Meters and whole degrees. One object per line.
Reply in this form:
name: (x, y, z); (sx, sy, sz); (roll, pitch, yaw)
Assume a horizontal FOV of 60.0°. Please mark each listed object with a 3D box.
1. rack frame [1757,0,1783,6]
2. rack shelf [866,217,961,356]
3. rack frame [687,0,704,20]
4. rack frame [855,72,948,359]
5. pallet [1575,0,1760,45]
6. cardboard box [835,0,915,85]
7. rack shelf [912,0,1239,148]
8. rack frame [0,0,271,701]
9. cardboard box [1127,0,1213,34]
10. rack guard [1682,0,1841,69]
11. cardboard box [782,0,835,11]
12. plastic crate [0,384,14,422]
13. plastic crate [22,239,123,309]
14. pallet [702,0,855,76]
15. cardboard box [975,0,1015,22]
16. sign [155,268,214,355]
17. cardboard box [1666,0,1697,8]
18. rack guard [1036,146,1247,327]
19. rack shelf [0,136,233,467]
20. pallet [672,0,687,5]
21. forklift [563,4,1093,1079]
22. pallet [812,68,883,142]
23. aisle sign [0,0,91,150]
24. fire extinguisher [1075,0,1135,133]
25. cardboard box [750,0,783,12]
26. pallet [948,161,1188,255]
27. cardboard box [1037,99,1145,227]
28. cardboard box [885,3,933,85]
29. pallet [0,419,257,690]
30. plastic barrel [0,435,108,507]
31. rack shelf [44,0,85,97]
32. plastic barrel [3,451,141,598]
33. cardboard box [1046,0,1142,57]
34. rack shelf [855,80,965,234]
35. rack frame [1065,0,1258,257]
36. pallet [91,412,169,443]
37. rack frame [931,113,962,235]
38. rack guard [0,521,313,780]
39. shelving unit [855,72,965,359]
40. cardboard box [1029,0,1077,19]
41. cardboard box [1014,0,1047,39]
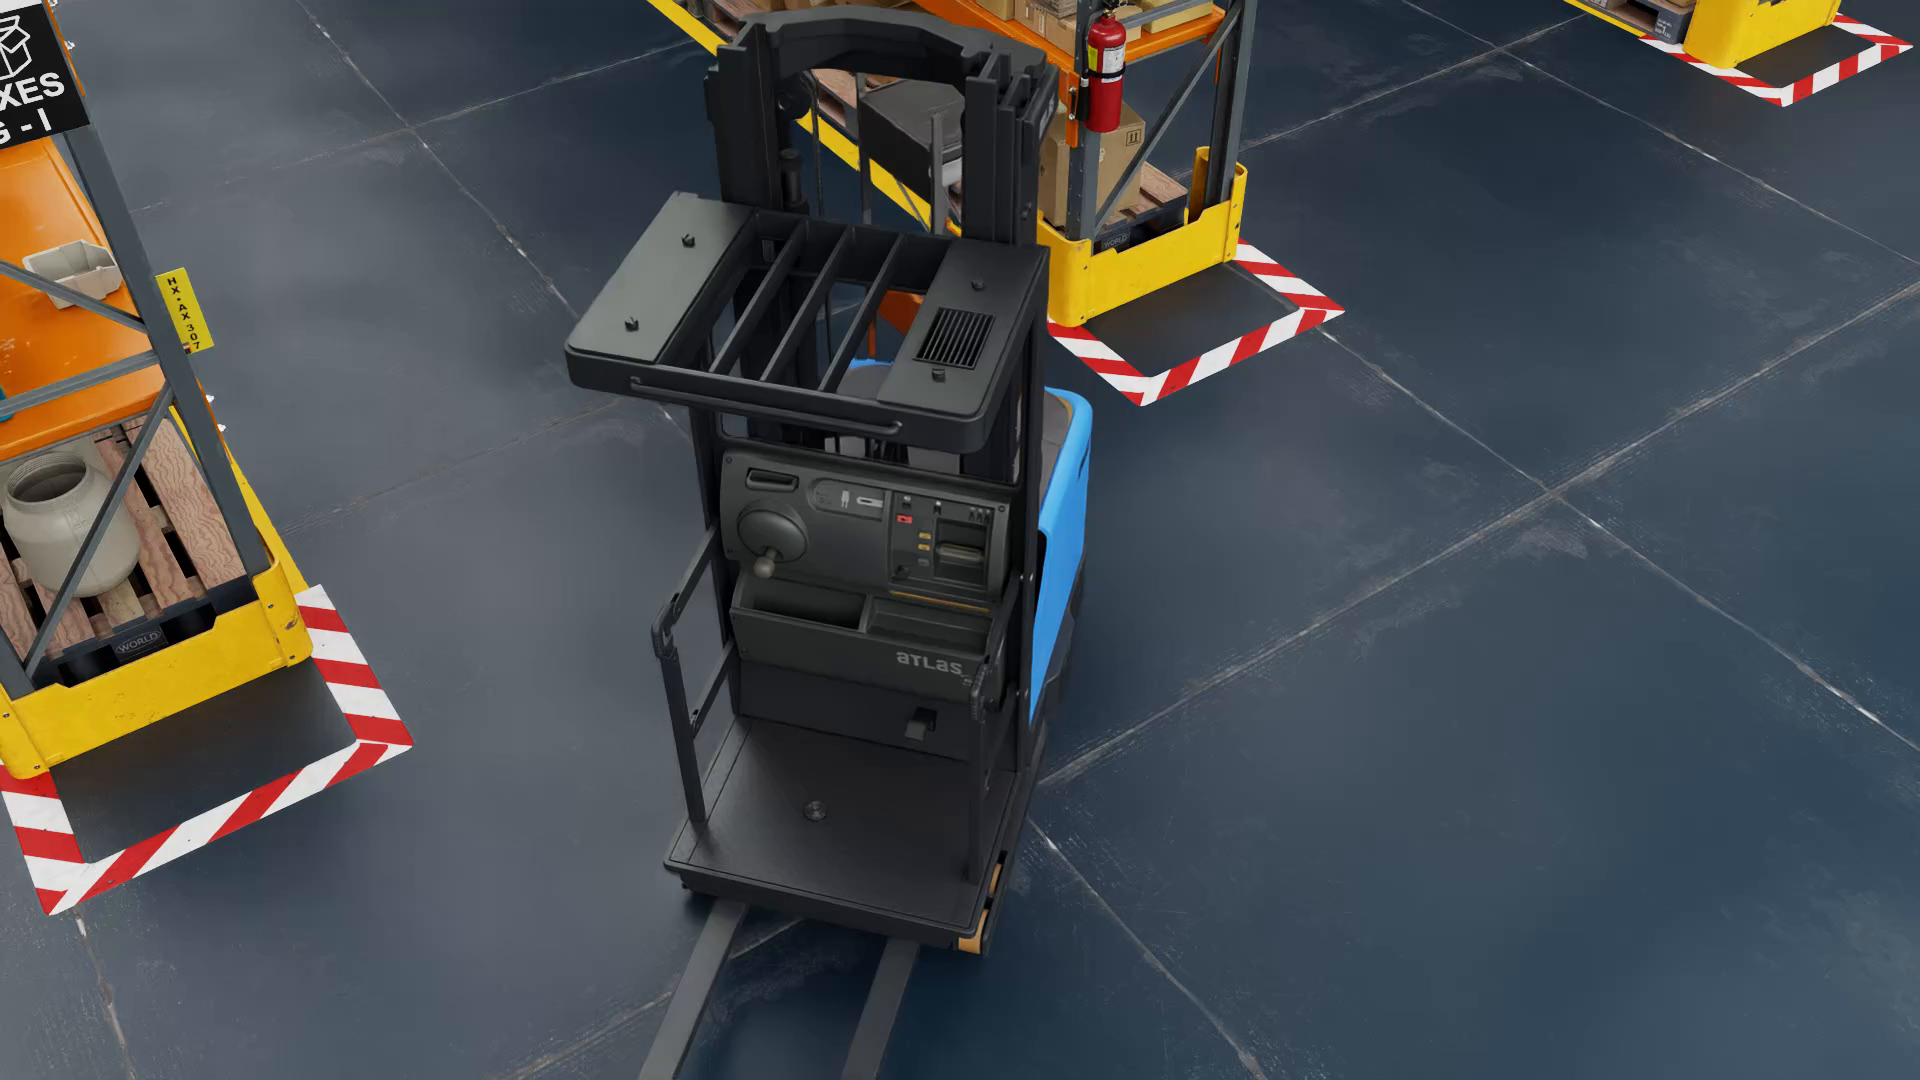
rack frame: (5.084, -4.323, 9.597); (1.000, 3.000, 0.127); (-26, 49, -24)
rack shelf: (-0.074, -0.906, 6.689); (0.431, 0.518, 0.480); (-26, 50, -25)
rack frame: (-1.330, -4.686, 9.978); (1.000, 3.000, 0.127); (-26, 49, -24)
rack frame: (-0.215, -1.053, 6.823); (0.400, 2.100, 0.015); (-26, 50, -25)
pallet: (4.563, -3.736, 11.002); (1.003, 0.211, 1.213); (-26, 49, -24)
cardboard box: (-0.381, -3.050, 9.769); (0.500, 0.500, 0.500); (-30, 51, -28)
rack shelf: (-0.186, -3.293, 9.039); (1.077, 0.370, 4.000); (-26, 49, -24)
rack frame: (-3.104, -0.464, 5.555); (1.000, 3.000, 0.127); (-26, 49, -24)
cardboard box: (0.991, -2.586, 7.959); (0.380, 0.149, 0.250); (-26, 49, -24)
rack guard: (5.098, -3.405, 10.446); (1.175, 0.500, 0.348); (-26, 49, -24)
cardboard box: (-0.800, -3.370, 10.105); (0.500, 0.500, 0.500); (-12, 45, -12)
plastic crate: (-3.636, -0.576, 5.779); (0.499, 0.251, 0.616); (-26, 49, -24)
plastic crate: (-3.352, -1.003, 6.310); (0.298, 0.136, 0.250); (-26, 49, -24)
pallet: (-0.917, -3.311, 10.557); (1.003, 0.211, 1.213); (-26, 49, -24)
cardboard box: (0.298, -2.673, 8.051); (0.380, 0.149, 0.250); (-26, 49, -24)
sign: (-2.650, -0.779, 5.684); (0.100, 0.325, 0.005); (-26, 49, -24)
cardboard box: (4.642, -4.064, 10.561); (0.875, 0.875, 0.875); (-25, 49, -24)
rack guard: (0.915, -1.560, 8.513); (1.175, 0.500, 0.348); (-26, 49, -24)
rack shelf: (-4.248, -1.337, 6.990); (1.077, 0.370, 4.000); (-26, 49, -24)
pallet: (-1.777, -4.118, 11.402); (1.003, 0.211, 1.213); (-26, 49, -24)
forklift: (-0.358, 0.062, 5.053); (1.130, 2.935, 3.031); (10, 45, 11)
pallet: (-0.215, -2.620, 9.832); (1.003, 0.211, 1.213); (-26, 49, -24)
aisle sign: (-2.823, -1.480, 4.736); (0.394, 0.787, 0.004); (-26, 49, -24)
fire extinguisher: (0.646, -2.146, 7.373); (0.296, 0.674, 0.183); (-26, 49, -24)
cardboard box: (-1.134, -3.692, 10.442); (0.500, 0.500, 0.500); (-27, 50, -26)
pallet: (0.479, -1.929, 9.109); (1.003, 0.211, 1.213); (-26, 49, -24)
cardboard box: (0.615, -2.029, 8.700); (0.500, 0.500, 0.500); (-17, 46, -17)
cardboard box: (-0.098, -2.716, 9.420); (0.500, 0.500, 0.500); (-21, 48, -21)
pallet: (-3.647, 0.058, 7.028); (1.003, 0.211, 1.213); (-26, 49, -24)
plastic barrel: (-3.830, -0.343, 6.925); (0.421, 0.512, 0.421); (0, 44, 0)
rack shelf: (-4.248, -2.422, 5.954); (1.077, 0.370, 4.000); (-26, 49, -24)
plastic barrel: (-3.543, -0.059, 6.628); (0.421, 0.512, 0.421); (0, 44, 0)
cardboard box: (0.626, -2.410, 7.775); (0.380, 0.149, 0.250); (-26, 49, -24)
rack shelf: (-0.074, -1.412, 6.205); (0.431, 0.518, 0.480); (-26, 50, -25)
rack frame: (0.958, -2.421, 7.605); (1.000, 3.000, 0.127); (-26, 49, -24)
pallet: (-4.340, -0.633, 7.751); (1.003, 0.211, 1.213); (-26, 49, -24)
rack frame: (0.068, -0.778, 6.535); (0.400, 2.100, 0.015); (-26, 50, -25)
rack guard: (-3.186, 0.415, 6.444); (1.175, 0.500, 0.348); (-26, 49, -24)
shelving unit: (-0.074, -0.915, 6.679); (0.431, 2.100, 0.503); (-26, 50, -25)
cardboard box: (0.666, -2.887, 7.805); (0.875, 0.500, 0.500); (-26, 49, -24)
cardboard box: (0.483, -2.552, 7.924); (0.380, 0.149, 0.250); (-26, 49, -24)
